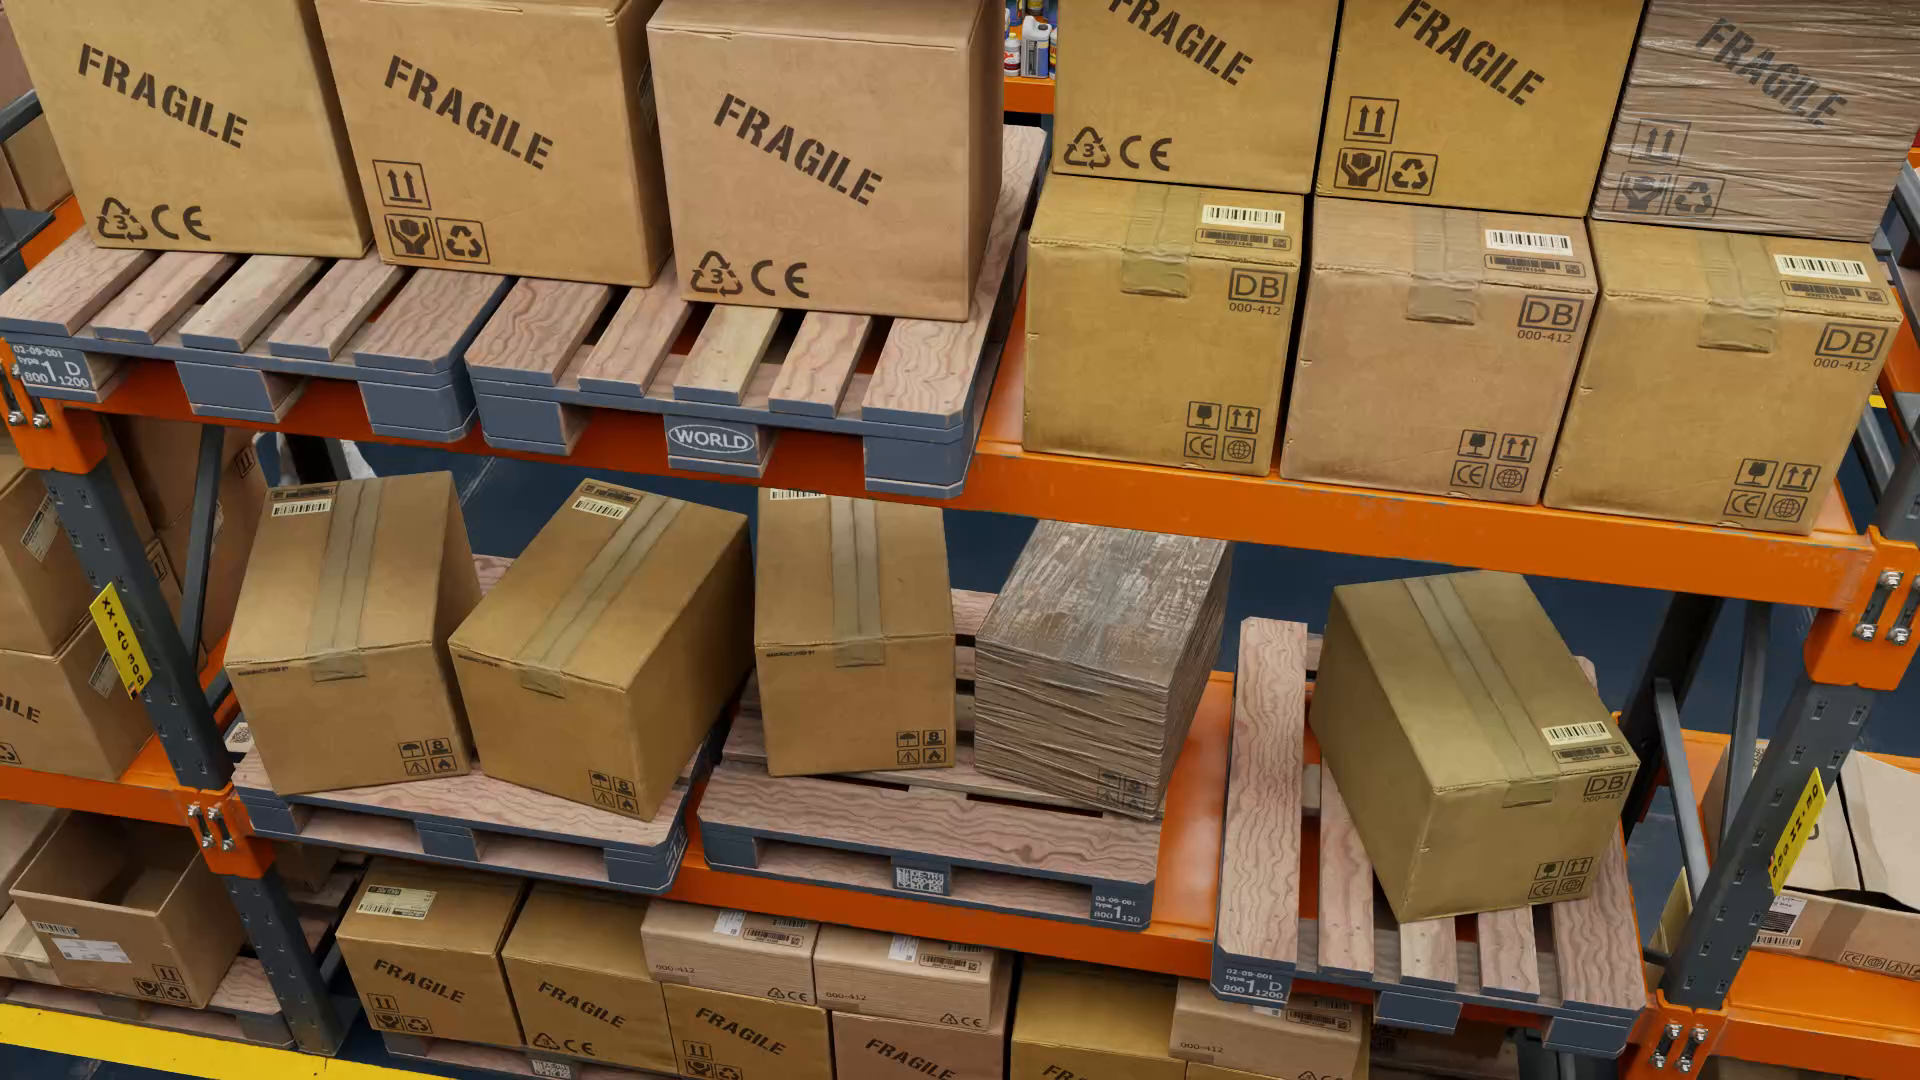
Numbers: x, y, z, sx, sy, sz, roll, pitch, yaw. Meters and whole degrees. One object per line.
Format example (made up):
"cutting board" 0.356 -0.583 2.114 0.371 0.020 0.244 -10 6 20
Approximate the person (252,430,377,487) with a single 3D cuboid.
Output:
"person" -2.749 -0.562 6.777 1.020 1.729 0.607 1 40 1
